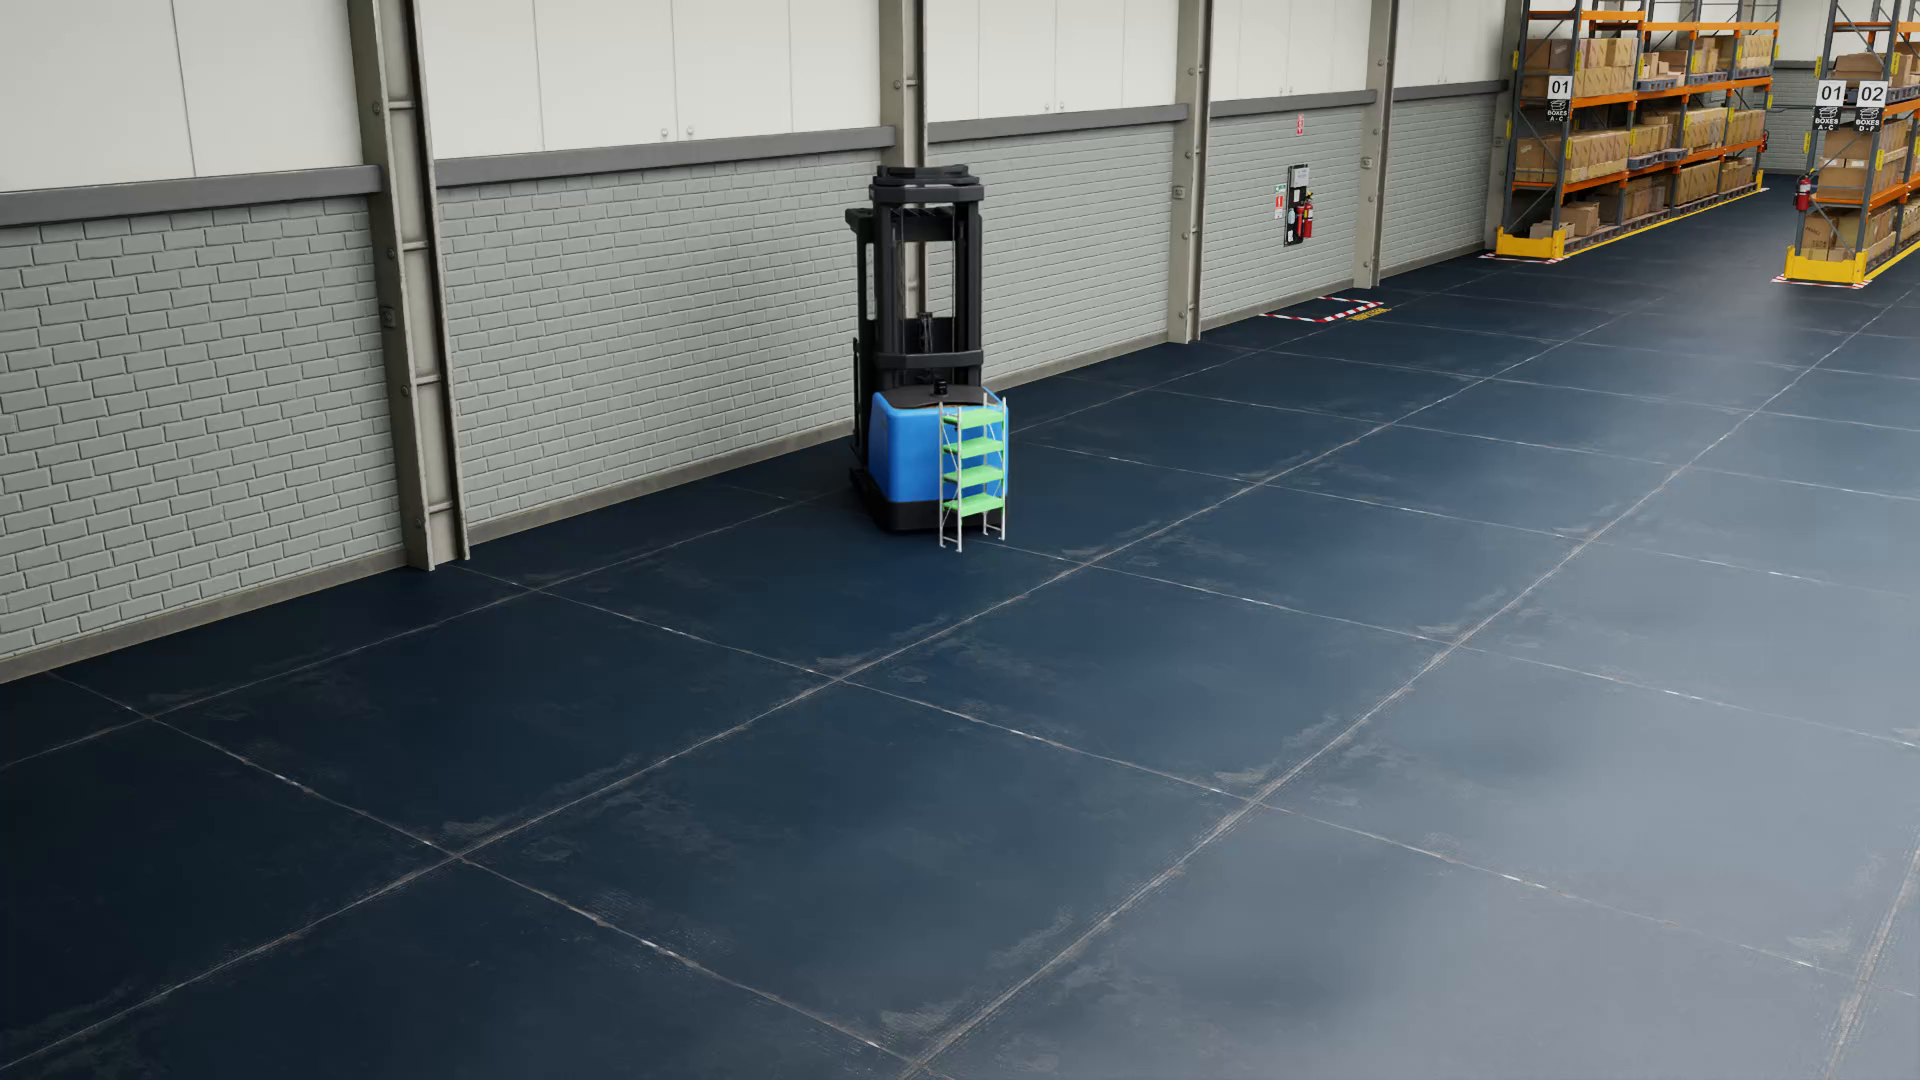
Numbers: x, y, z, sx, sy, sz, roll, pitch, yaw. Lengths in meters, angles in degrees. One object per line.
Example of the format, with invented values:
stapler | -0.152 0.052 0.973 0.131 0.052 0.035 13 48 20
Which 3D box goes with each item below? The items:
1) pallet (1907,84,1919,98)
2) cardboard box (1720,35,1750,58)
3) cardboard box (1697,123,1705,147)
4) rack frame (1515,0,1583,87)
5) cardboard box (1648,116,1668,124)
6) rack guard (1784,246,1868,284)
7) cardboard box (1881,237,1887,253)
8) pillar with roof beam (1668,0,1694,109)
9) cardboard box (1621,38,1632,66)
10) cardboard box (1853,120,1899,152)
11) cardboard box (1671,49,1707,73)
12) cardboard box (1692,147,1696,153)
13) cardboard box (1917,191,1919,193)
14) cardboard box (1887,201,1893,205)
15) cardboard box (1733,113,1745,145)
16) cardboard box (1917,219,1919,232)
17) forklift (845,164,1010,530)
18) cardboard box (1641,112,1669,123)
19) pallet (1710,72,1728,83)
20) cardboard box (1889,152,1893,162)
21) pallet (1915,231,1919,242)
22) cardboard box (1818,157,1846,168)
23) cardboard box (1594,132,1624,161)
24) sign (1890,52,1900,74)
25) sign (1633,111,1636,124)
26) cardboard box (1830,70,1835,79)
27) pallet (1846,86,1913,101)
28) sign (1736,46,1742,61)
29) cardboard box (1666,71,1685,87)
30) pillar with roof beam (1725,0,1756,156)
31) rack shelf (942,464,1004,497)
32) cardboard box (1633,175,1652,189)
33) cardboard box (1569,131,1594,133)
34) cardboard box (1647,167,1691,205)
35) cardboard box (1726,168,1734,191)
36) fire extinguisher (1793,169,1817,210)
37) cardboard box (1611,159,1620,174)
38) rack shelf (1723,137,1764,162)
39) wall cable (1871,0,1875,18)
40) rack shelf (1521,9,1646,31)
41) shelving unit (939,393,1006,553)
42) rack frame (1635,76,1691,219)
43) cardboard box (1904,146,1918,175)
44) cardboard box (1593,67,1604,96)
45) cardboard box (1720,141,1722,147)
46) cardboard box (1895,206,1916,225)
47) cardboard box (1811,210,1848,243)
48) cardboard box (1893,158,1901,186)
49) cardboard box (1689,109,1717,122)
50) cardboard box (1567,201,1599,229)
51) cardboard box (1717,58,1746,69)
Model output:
pallet | 16.309 -7.922 29.286 1.003 0.211 1.213 12 21 35
cardboard box | 18.233 -11.607 39.115 0.500 0.500 0.500 12 21 34
cardboard box | 16.311 -9.077 37.212 0.500 0.500 0.500 12 21 34
rack frame | 10.433 -9.526 29.245 1.000 3.000 0.127 12 21 35
cardboard box | 15.018 -9.046 35.813 0.380 0.149 0.250 9 20 28
rack guard | 14.399 -4.587 27.671 1.175 0.500 0.348 12 21 35
cardboard box | 16.104 -5.238 29.483 0.500 0.250 0.500 12 21 35
pillar with roof beam | 20.763 -11.943 37.028 9.100 9.000 0.400 12 21 35
cardboard box | 12.416 -9.280 31.625 0.500 0.500 0.500 14 22 38
cardboard box | 15.939 -7.060 29.064 0.700 0.500 0.500 12 21 35
cardboard box | 16.341 -10.767 37.390 0.700 0.500 0.500 12 21 35
cardboard box | 16.326 -8.805 37.428 0.380 0.149 0.250 13 21 36
cardboard box | 19.858 -7.096 35.008 0.500 0.500 0.500 12 21 33
cardboard box | 18.020 -6.526 32.685 0.500 0.311 0.500 12 21 33
cardboard box | 18.359 -9.961 40.258 0.980 0.700 0.700 12 21 33
cardboard box | 18.456 -6.168 32.477 0.500 0.250 0.500 13 21 36
forklift | -0.403 -1.876 14.843 1.130 2.935 3.031 -4 18 -12
cardboard box | 15.262 -9.278 36.593 0.500 0.250 0.500 13 22 36
pallet | 17.076 -10.633 38.191 0.805 0.209 1.217 11 21 33
cardboard box | 15.893 -6.628 28.767 0.380 0.149 0.250 13 22 36
pallet | 18.658 -6.171 33.259 1.003 0.211 1.213 12 21 35
cardboard box | 14.488 -6.269 27.609 0.380 0.149 0.250 12 21 34
cardboard box | 12.490 -7.622 32.186 0.500 0.500 0.500 12 21 34
sign | 14.856 -7.575 26.412 0.100 0.325 0.005 12 21 35
sign | 14.752 -9.216 36.412 0.100 0.325 0.005 12 21 35
cardboard box | 14.888 -7.736 27.847 0.500 0.250 0.500 12 21 35
pallet | 15.582 -7.632 28.355 1.003 0.211 1.213 12 21 35
sign | 18.025 -11.255 38.469 0.100 0.325 0.005 12 21 35
cardboard box | 14.987 -9.747 35.130 0.500 0.311 0.500 12 21 35
pillar with roof beam | 24.338 -13.372 41.630 9.100 9.000 0.400 12 21 35
rack shelf | 0.100 -0.484 13.496 0.480 0.148 0.258 -15 23 -40
cardboard box | 14.422 -7.635 35.482 0.500 0.250 0.500 13 21 36
cardboard box | 12.057 -7.712 32.475 0.500 0.500 0.500 12 21 34
cardboard box | 15.743 -7.892 37.017 0.750 0.750 0.750 12 21 34
cardboard box | 18.413 -8.805 40.546 0.700 0.500 0.500 12 21 34
fire extinguisher | 13.970 -5.803 27.504 0.296 0.674 0.183 12 21 35
cardboard box | 12.474 -7.268 32.309 0.500 0.250 0.500 13 21 35
rack shelf | 18.775 -9.652 40.979 1.077 0.370 4.000 12 21 35
wall cable | 25.796 -15.072 43.824 3.097 2.526 0.112 12 21 35
rack shelf | 11.625 -9.657 30.886 1.077 0.370 4.000 12 21 35
shelving unit | 0.100 -0.545 13.477 0.503 1.200 0.258 -15 23 -40
rack frame | 15.200 -8.566 36.271 1.000 3.000 0.127 12 21 35
cardboard box | 18.193 -7.337 32.144 0.500 0.500 0.500 11 20 32
cardboard box | 11.488 -8.432 30.579 0.500 0.500 0.500 14 22 37
cardboard box | 17.609 -9.278 38.953 0.380 0.149 0.250 13 21 35
cardboard box | 17.853 -6.190 31.603 0.500 0.311 0.500 12 21 33
cardboard box | 15.078 -5.453 28.909 0.500 0.500 0.500 12 21 35
cardboard box | 16.537 -6.680 30.028 0.700 0.500 0.500 12 21 33
cardboard box | 16.894 -9.678 37.884 0.500 0.250 0.500 13 21 36
cardboard box | 12.230 -6.376 32.690 0.500 0.500 0.500 11 20 31
cardboard box | 18.206 -11.246 39.219 0.500 0.250 0.500 12 21 35
